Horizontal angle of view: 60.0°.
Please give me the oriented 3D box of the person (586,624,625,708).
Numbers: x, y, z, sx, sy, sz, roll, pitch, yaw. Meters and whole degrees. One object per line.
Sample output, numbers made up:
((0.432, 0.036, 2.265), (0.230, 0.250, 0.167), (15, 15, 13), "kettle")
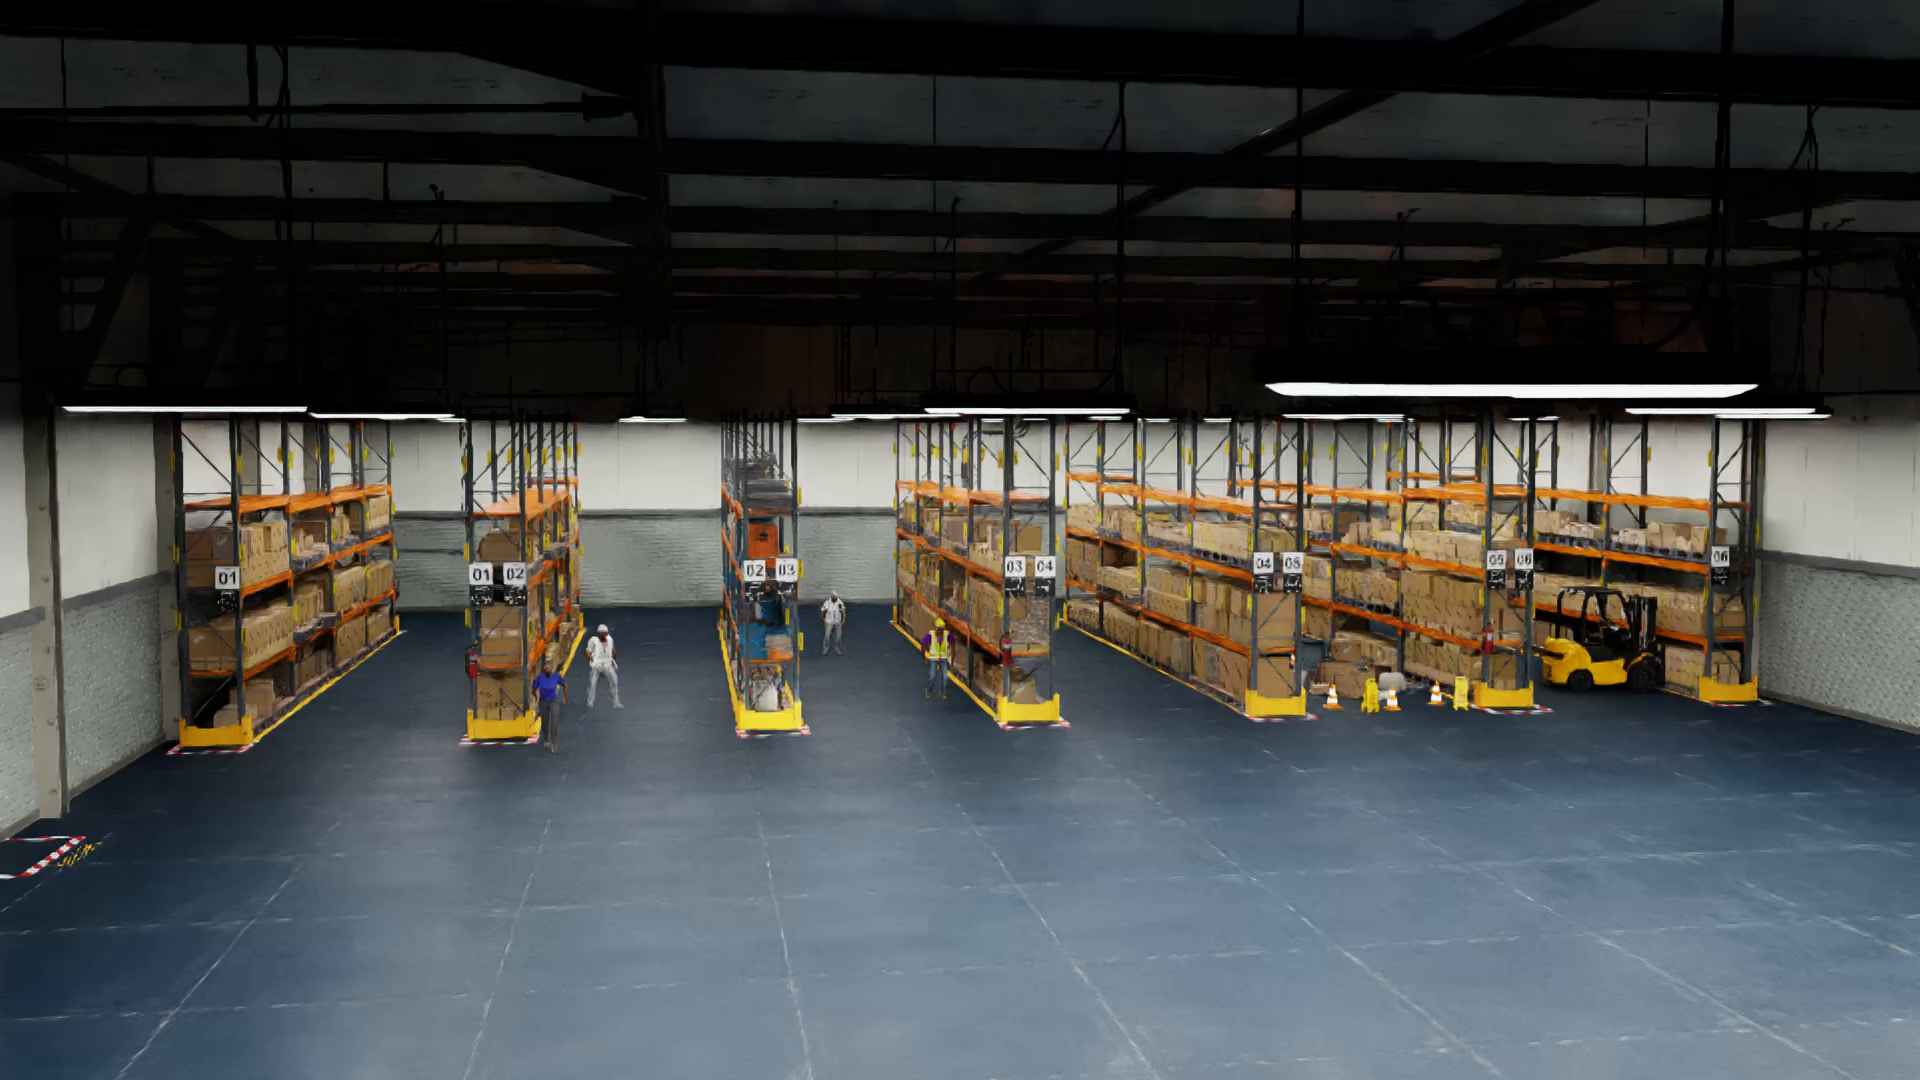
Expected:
((-7.198, 2.522, 33.425), (0.701, 1.714, 0.815), (-2, 5, -29), "person")

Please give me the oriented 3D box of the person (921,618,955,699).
((-0.448, 2.466, 34.541), (0.719, 1.715, 0.578), (-1, 4, -10), "person")

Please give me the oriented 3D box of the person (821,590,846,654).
((-3.143, 2.045, 41.326), (0.625, 1.611, 0.575), (-1, 4, -11), "person")

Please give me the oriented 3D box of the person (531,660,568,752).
((-7.239, 2.887, 29.280), (0.603, 1.590, 0.831), (0, 4, -4), "person")
